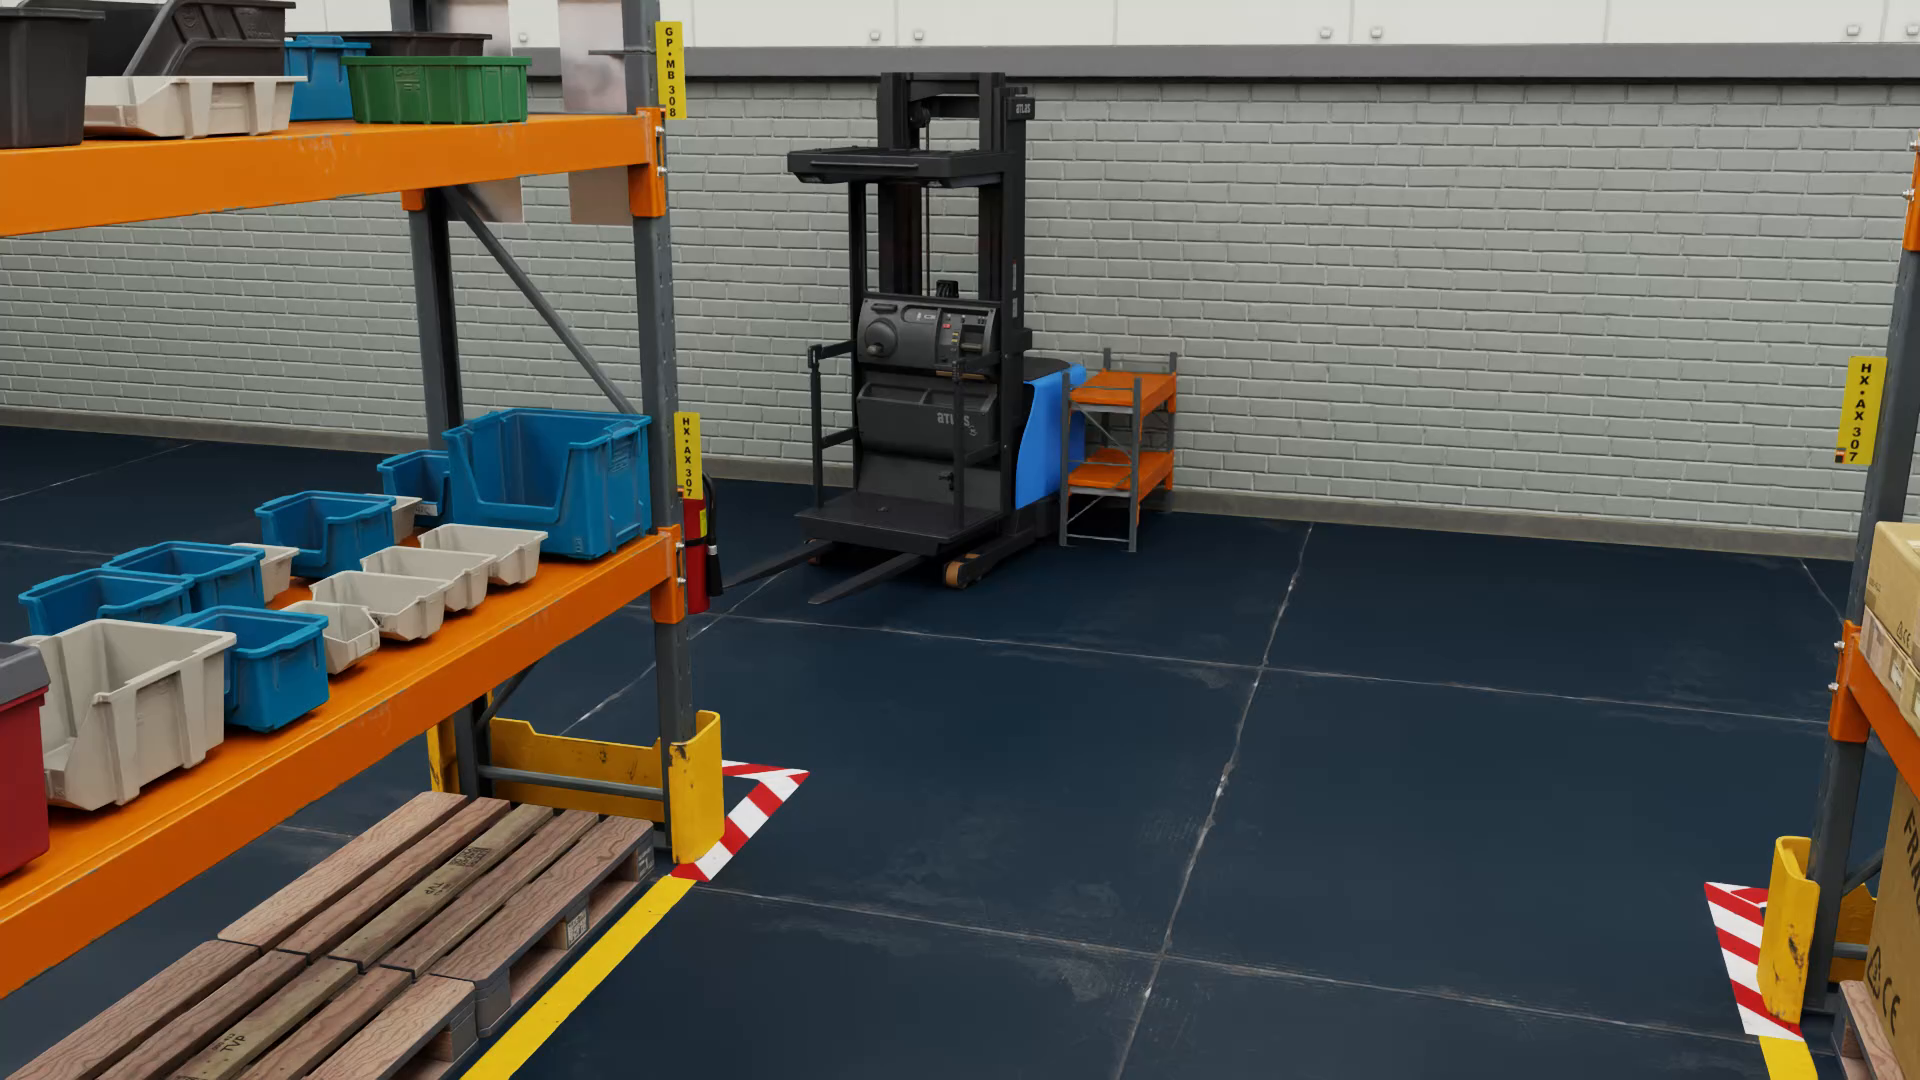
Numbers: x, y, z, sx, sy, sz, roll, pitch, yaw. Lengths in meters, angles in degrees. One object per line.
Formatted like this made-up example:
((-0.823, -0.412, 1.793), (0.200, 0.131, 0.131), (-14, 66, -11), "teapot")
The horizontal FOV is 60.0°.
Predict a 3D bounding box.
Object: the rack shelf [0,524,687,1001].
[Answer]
((-2.101, 0.599, 4.538), (1.077, 0.370, 4.000), (5, 16, 16), "rack shelf")

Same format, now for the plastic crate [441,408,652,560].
((-1.449, -0.214, 5.912), (0.616, 0.435, 0.499), (5, 16, 16), "plastic crate")

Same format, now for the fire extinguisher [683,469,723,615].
((-1.054, -0.058, 6.361), (0.296, 0.674, 0.183), (5, 16, 16), "fire extinguisher")

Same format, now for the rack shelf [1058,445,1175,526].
((1.048, -0.375, 10.986), (0.538, 0.278, 1.000), (6, 17, 19), "rack shelf")

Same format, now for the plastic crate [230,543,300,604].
((-2.282, 0.122, 5.276), (0.250, 0.136, 0.298), (5, 16, 16), "plastic crate")

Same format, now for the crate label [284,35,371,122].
((-2.105, -1.425, 5.133), (0.408, 0.251, 0.502), (5, 16, 16), "crate label")

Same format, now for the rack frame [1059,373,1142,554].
((0.878, -0.480, 10.459), (0.500, 1.125, 0.032), (6, 17, 19), "rack frame")

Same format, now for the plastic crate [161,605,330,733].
((-1.870, 0.339, 4.335), (0.416, 0.233, 0.300), (5, 16, 16), "plastic crate")

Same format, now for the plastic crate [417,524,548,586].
((-1.591, 0.055, 5.511), (0.396, 0.136, 0.243), (5, 16, 16), "plastic crate")

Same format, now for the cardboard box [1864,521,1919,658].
((2.821, 0.148, 4.542), (0.500, 0.250, 0.500), (4, 16, 14), "cardboard box")

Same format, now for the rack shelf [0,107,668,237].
((-2.101, -0.844, 4.129), (1.077, 0.370, 4.000), (5, 16, 16), "rack shelf")

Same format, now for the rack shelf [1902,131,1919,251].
((2.648, -0.460, 2.775), (1.077, 0.370, 4.000), (5, 16, 16), "rack shelf")

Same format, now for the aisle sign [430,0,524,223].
((-1.797, -1.563, 6.078), (0.394, 0.787, 0.004), (5, 16, 16), "aisle sign")

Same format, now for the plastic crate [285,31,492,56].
((-1.909, -1.571, 5.615), (0.497, 0.269, 0.590), (5, 16, 16), "plastic crate")

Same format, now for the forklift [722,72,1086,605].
((-0.309, -1.260, 9.901), (1.130, 2.935, 3.031), (9, 18, 28), "forklift")

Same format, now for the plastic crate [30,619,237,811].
((-2.059, 0.419, 3.961), (0.437, 0.282, 0.530), (5, 16, 16), "plastic crate")

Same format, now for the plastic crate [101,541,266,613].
((-2.292, 0.165, 4.947), (0.416, 0.233, 0.300), (5, 16, 16), "plastic crate")

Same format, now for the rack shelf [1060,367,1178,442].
((1.048, -0.892, 10.840), (0.538, 0.278, 1.000), (6, 17, 19), "rack shelf")

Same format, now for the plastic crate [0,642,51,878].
((-2.175, 0.503, 3.333), (0.402, 0.464, 0.583), (5, 16, 16), "plastic crate")

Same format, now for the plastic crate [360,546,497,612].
((-1.687, 0.130, 5.248), (0.396, 0.136, 0.243), (5, 16, 16), "plastic crate")

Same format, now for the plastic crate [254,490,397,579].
((-2.105, -0.007, 5.555), (0.416, 0.233, 0.300), (5, 16, 16), "plastic crate")

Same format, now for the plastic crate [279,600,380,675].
((-1.809, 0.284, 4.706), (0.298, 0.136, 0.250), (5, 16, 16), "plastic crate")

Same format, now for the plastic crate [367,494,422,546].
((-2.089, -0.056, 5.902), (0.250, 0.136, 0.298), (5, 16, 16), "plastic crate")

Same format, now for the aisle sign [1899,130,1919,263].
((2.949, -1.179, 4.724), (0.394, 0.787, 0.004), (5, 16, 16), "aisle sign")

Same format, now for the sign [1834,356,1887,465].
((2.686, -0.385, 4.959), (0.100, 0.325, 0.005), (5, 16, 16), "sign")

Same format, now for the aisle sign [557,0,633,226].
((-1.231, -1.517, 5.917), (0.394, 0.787, 0.004), (5, 16, 16), "aisle sign")

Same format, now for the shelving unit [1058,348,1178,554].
((1.048, -0.610, 10.920), (0.538, 1.125, 1.048), (6, 17, 19), "shelving unit")

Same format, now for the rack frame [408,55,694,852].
((-1.532, -0.270, 6.285), (1.000, 3.000, 0.127), (5, 16, 16), "rack frame")

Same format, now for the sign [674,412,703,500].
((-1.000, -0.310, 6.127), (0.100, 0.325, 0.005), (5, 16, 16), "sign")

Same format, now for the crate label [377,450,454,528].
((-1.918, -0.179, 6.162), (0.416, 0.233, 0.303), (5, 16, 16), "crate label")

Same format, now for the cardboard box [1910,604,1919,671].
((2.680, 0.284, 4.060), (0.500, 0.250, 0.500), (4, 16, 15), "cardboard box")

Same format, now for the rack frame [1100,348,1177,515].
((1.217, -0.741, 11.381), (0.500, 1.125, 0.032), (6, 17, 19), "rack frame")

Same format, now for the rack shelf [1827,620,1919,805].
((2.648, 0.983, 3.184), (1.077, 0.370, 4.000), (5, 16, 16), "rack shelf")

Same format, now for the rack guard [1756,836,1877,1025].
((3.223, 1.310, 5.294), (1.175, 0.500, 0.348), (5, 16, 16), "rack guard")

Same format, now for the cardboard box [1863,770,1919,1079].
((3.111, 1.108, 4.551), (0.875, 0.875, 0.875), (5, 16, 16), "cardboard box")

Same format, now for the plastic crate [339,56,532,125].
((-1.539, -1.331, 4.917), (0.450, 0.188, 0.336), (5, 16, 16), "plastic crate")

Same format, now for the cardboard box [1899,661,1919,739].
((2.655, 0.436, 4.255), (0.380, 0.149, 0.250), (4, 16, 15), "cardboard box")

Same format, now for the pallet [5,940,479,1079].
((-2.153, 1.602, 4.794), (1.003, 0.211, 1.213), (5, 16, 16), "pallet")

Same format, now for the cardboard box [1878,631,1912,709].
((2.727, 0.369, 4.491), (0.380, 0.149, 0.250), (4, 16, 15), "cardboard box")

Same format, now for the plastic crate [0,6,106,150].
((-2.053, -0.908, 3.275), (0.497, 0.269, 0.590), (5, 16, 16), "plastic crate")

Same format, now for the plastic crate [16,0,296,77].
((-2.230, -1.305, 4.550), (0.504, 0.338, 0.767), (5, 16, 16), "plastic crate")

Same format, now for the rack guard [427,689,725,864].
((-1.538, 0.925, 6.652), (1.175, 0.500, 0.348), (5, 16, 16), "rack guard")

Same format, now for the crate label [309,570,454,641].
((-1.743, 0.205, 4.984), (0.396, 0.136, 0.243), (5, 16, 16), "crate label")

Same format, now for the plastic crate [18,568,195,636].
((-2.378, 0.244, 4.671), (0.416, 0.233, 0.300), (5, 16, 16), "plastic crate")

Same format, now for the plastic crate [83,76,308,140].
((-1.882, -1.027, 3.938), (0.437, 0.136, 0.530), (5, 16, 16), "plastic crate")

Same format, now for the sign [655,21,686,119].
((-1.000, -1.624, 5.754), (0.100, 0.325, 0.005), (5, 16, 16), "sign")

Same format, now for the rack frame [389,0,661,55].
((-1.532, -3.156, 5.466), (1.000, 3.000, 0.127), (5, 16, 16), "rack frame")

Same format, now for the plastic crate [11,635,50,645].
((-2.463, 0.395, 4.312), (0.293, 0.136, 0.466), (5, 16, 16), "plastic crate")

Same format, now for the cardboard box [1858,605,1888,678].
((2.799, 0.302, 4.728), (0.380, 0.149, 0.250), (5, 17, 17), "cardboard box")

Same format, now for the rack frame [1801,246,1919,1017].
((3.216, 0.114, 4.931), (1.000, 3.000, 0.127), (5, 16, 16), "rack frame")

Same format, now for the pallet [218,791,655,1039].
((-1.804, 1.284, 5.915), (1.003, 0.211, 1.213), (5, 16, 16), "pallet")

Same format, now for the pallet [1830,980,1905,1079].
((3.064, 1.671, 4.552), (1.003, 0.211, 1.213), (5, 16, 16), "pallet")
